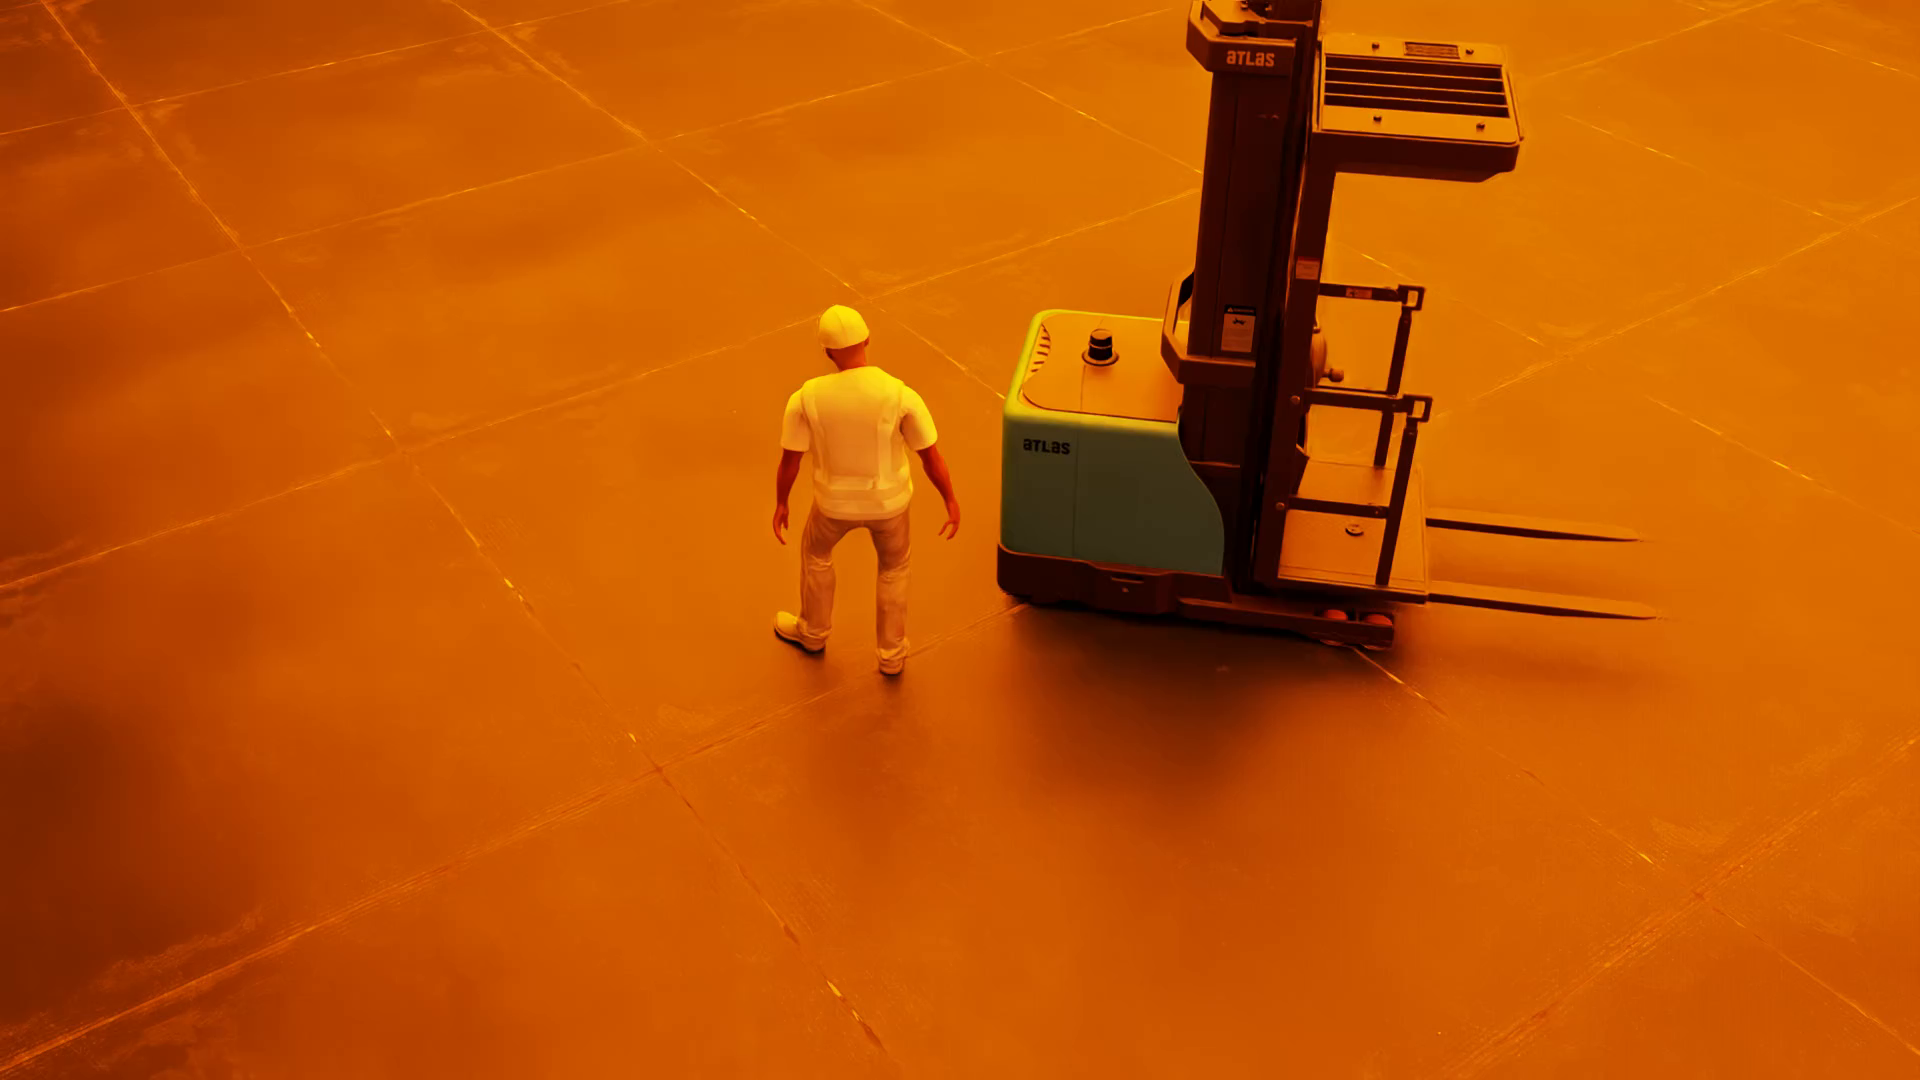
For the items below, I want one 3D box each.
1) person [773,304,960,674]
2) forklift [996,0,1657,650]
[{"bbox_3d":[-0.436,-0.208,7.253,0.893,1.733,0.471,2,37,3],"label":"person"},{"bbox_3d":[1.745,-1.011,7.312,3.031,2.935,1.130,7,37,9],"label":"forklift"}]
